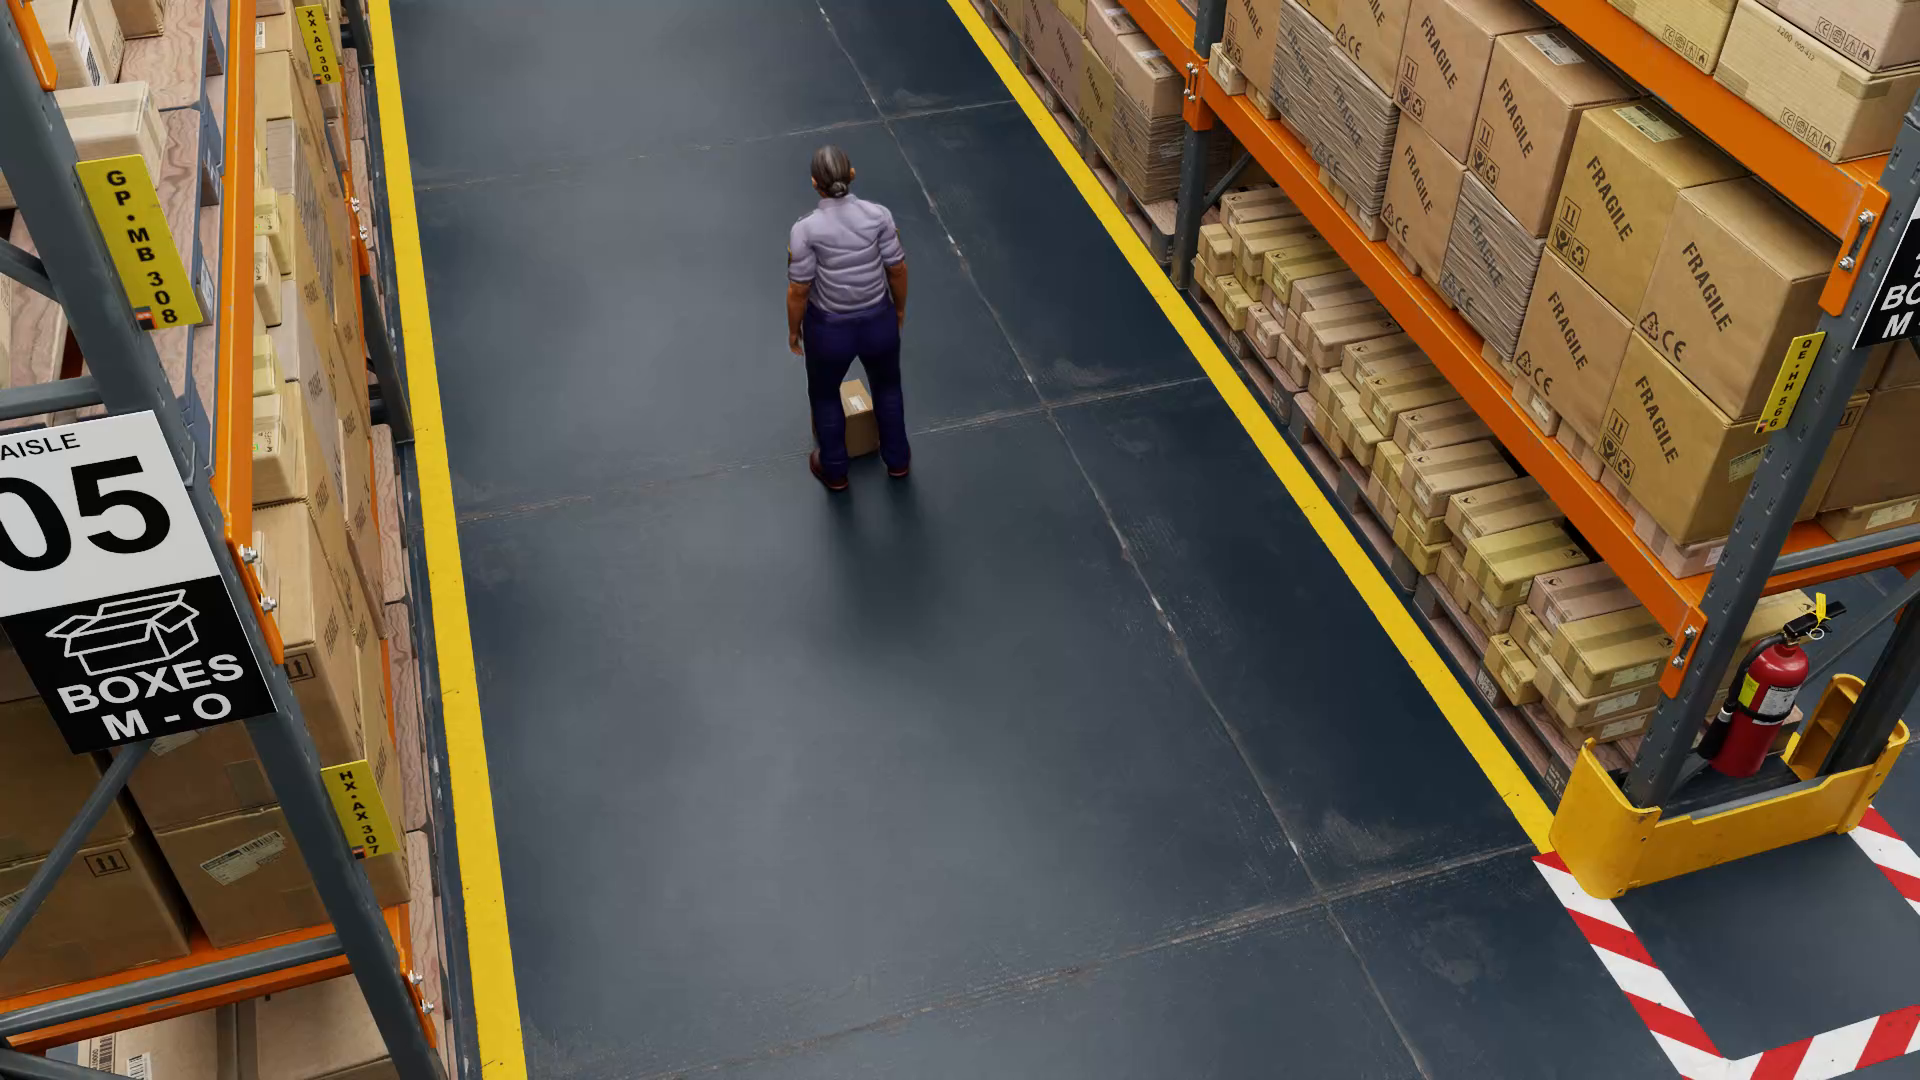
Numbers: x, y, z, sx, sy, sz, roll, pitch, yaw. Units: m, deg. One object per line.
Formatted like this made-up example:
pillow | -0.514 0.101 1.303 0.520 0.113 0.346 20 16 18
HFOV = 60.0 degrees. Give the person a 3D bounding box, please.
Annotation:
person | -0.469 -0.924 7.174 0.552 1.652 0.367 -13 44 -14
